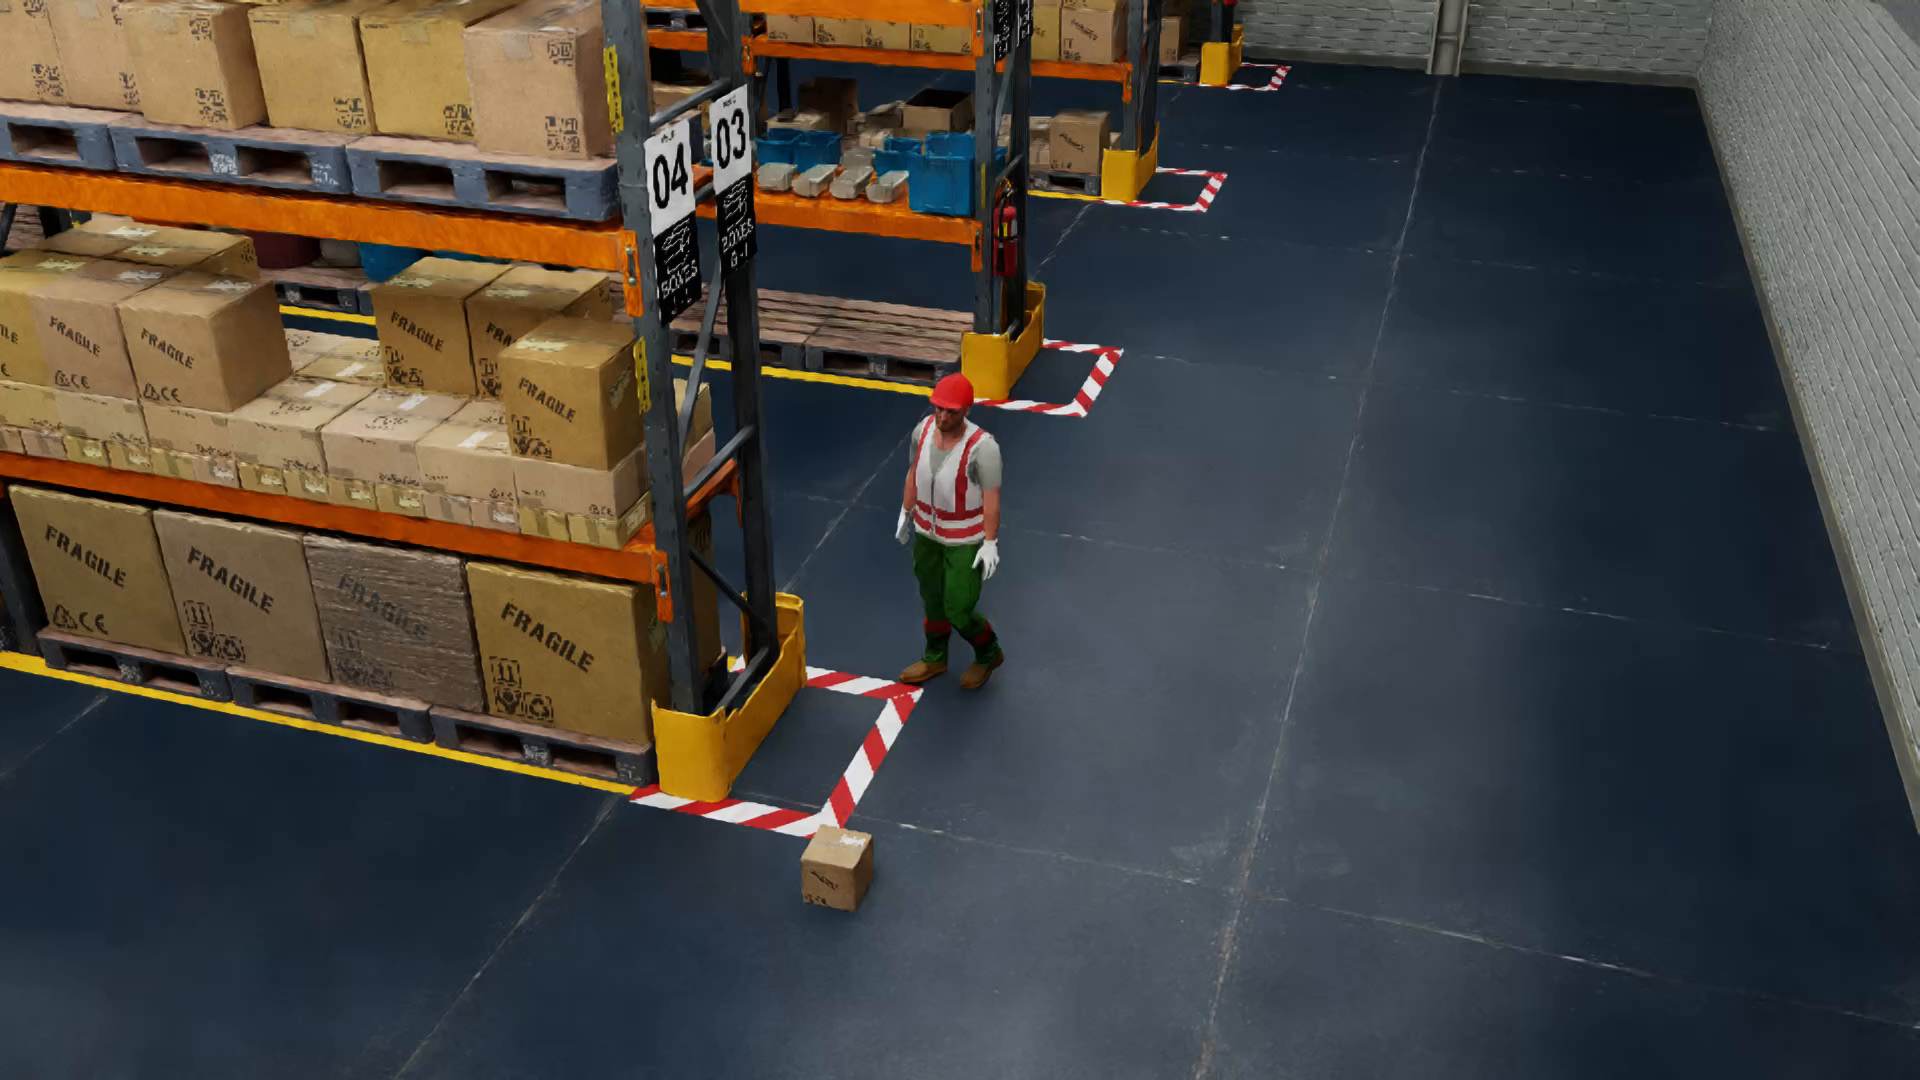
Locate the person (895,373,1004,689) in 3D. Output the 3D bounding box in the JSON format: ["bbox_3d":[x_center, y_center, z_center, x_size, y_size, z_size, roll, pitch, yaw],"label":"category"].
[{"bbox_3d":[-0.065,-0.038,8.542,0.646,1.792,0.422,21,35,33],"label":"person"}]
